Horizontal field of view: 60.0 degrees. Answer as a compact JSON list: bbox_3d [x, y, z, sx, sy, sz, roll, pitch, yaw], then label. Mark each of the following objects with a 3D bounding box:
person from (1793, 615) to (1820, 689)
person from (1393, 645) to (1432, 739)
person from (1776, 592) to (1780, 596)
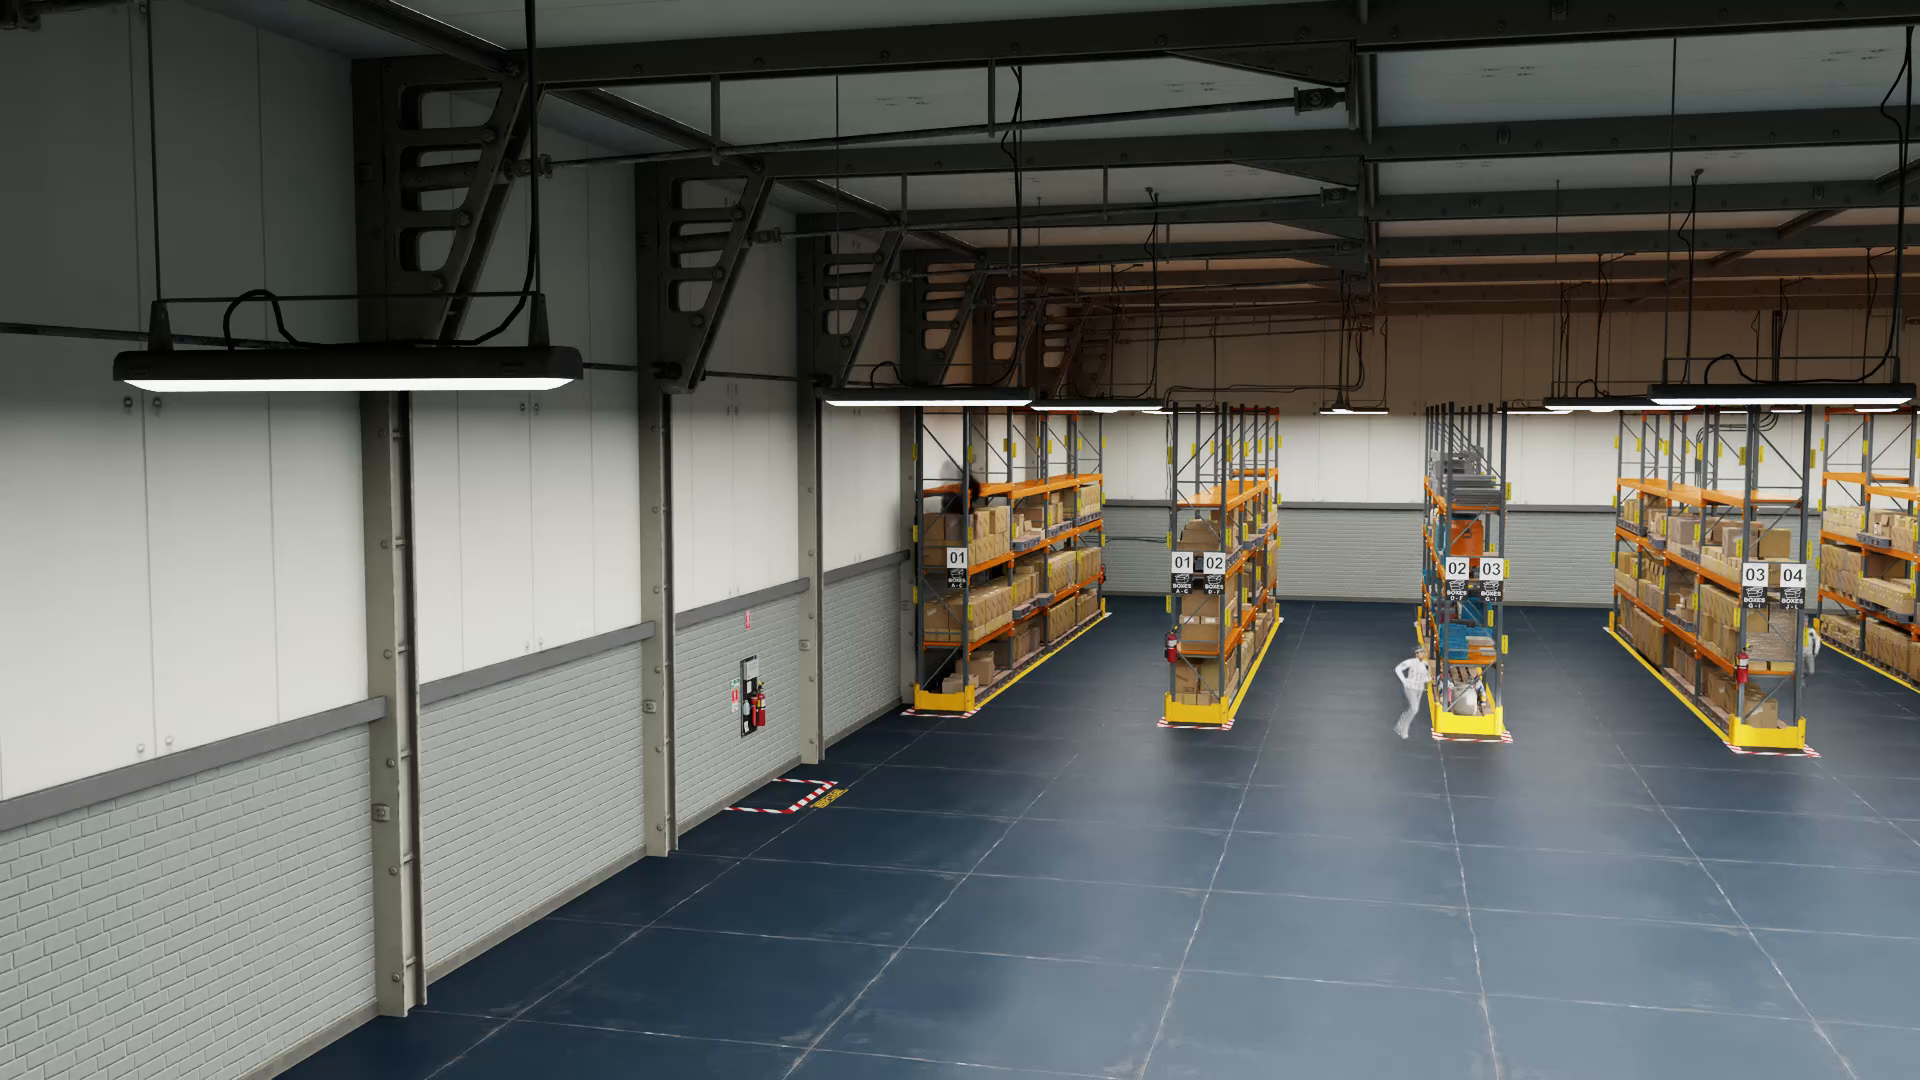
[{"bbox_3d":[17.412,2.367,34.260,0.649,1.654,0.644,1,4,11],"label":"person"},{"bbox_3d":[8.122,2.707,29.759,0.602,1.708,0.626,-2,5,-25],"label":"person"},{"bbox_3d":[21.787,1.677,43.965,0.740,1.610,0.662,-1,4,-18],"label":"person"}]
